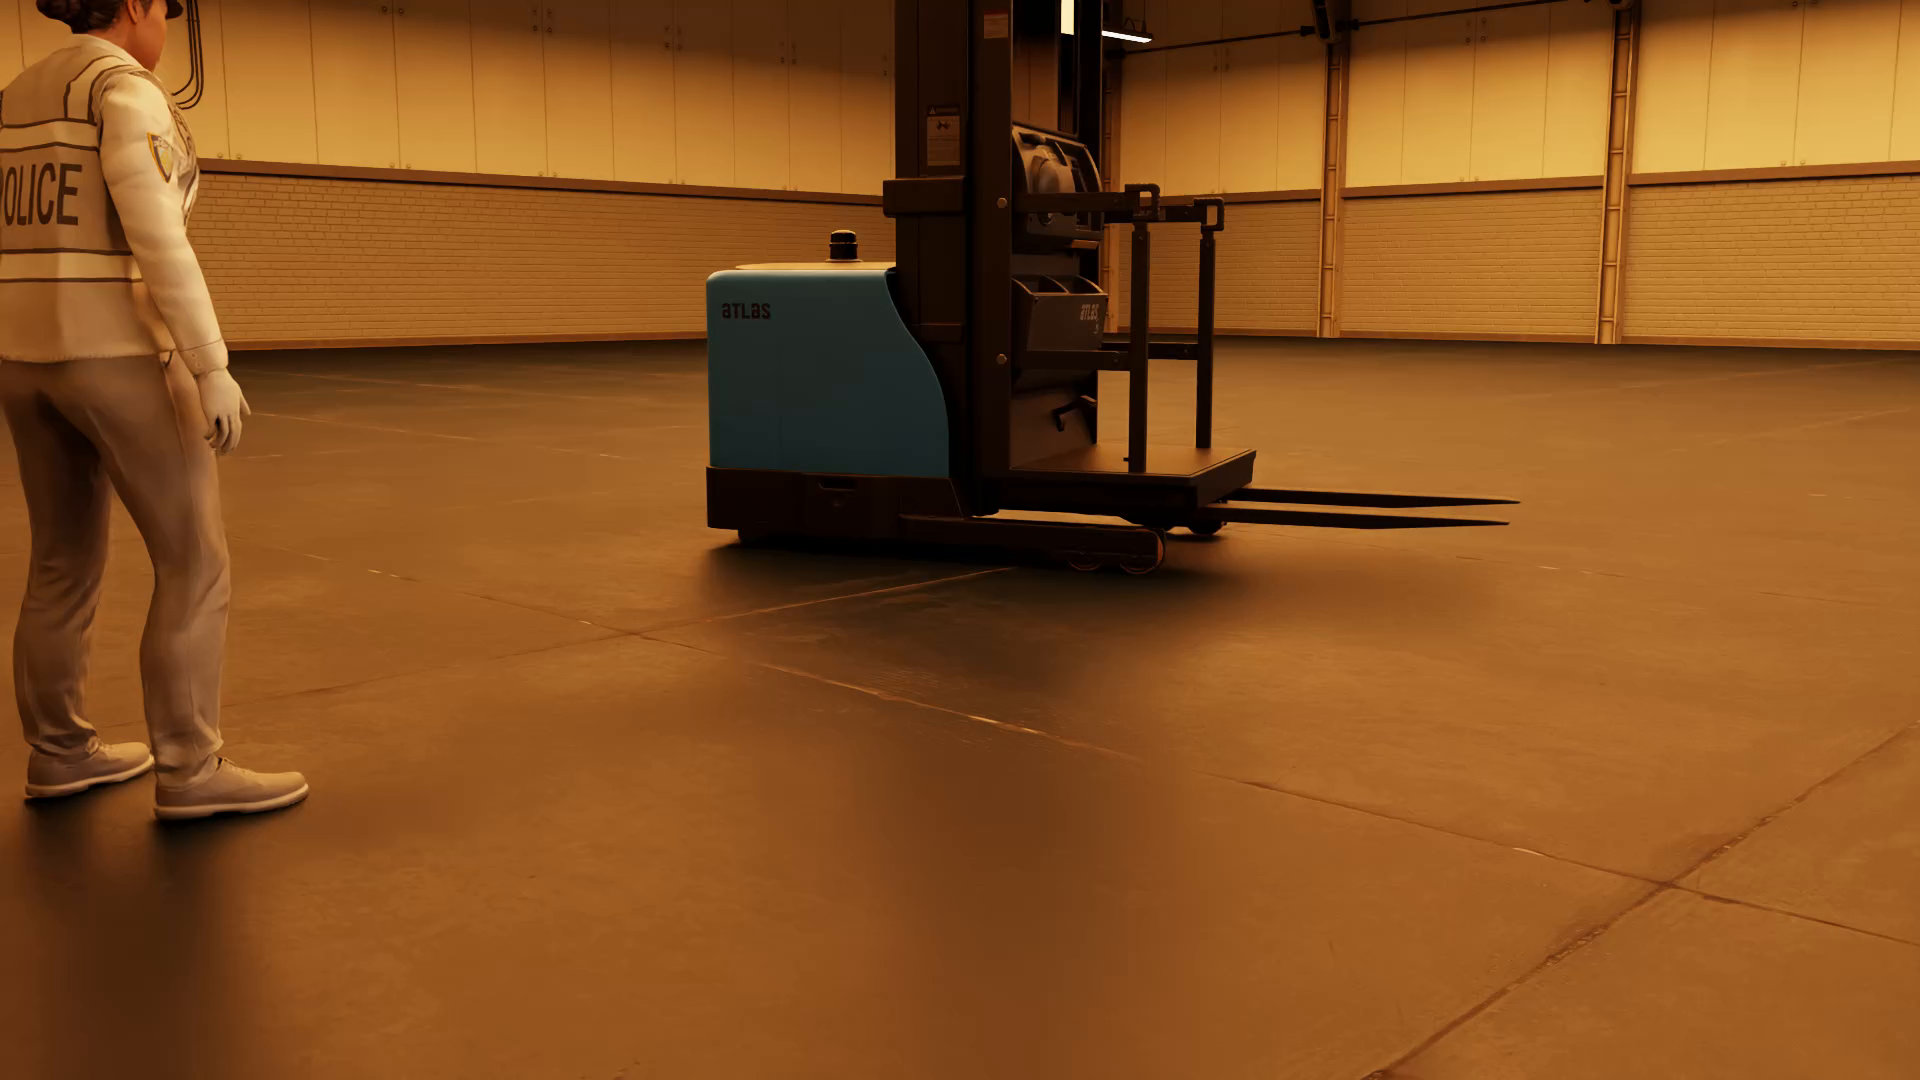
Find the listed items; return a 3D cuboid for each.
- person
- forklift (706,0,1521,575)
[{"bbox_3d":[-1.594,-0.300,3.142,0.610,1.667,0.397,5,10,28],"label":"person"},{"bbox_3d":[0.565,-1.416,6.275,3.031,2.935,1.130,3,9,22],"label":"forklift"}]
